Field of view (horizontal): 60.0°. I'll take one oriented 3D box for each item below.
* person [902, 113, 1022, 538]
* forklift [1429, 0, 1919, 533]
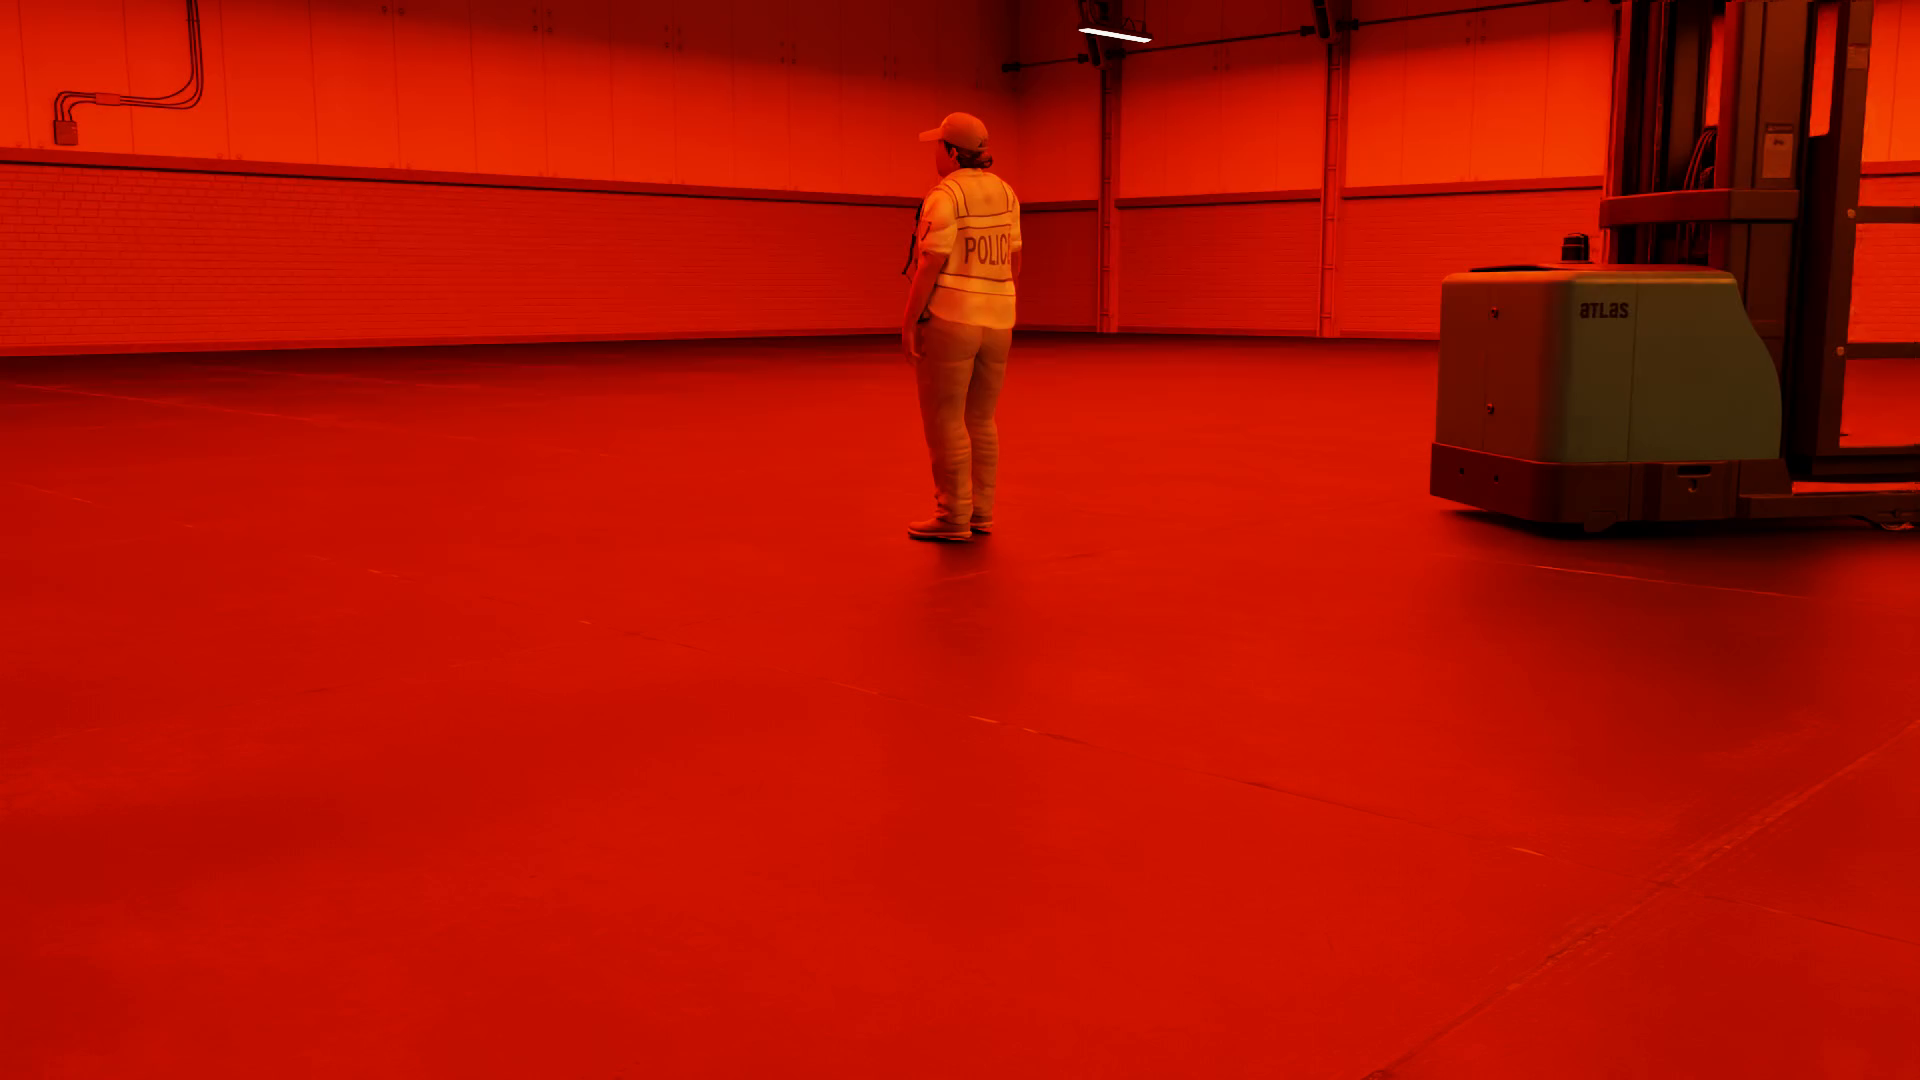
[{"bbox_3d":[-0.040,-0.842,6.661,0.529,1.670,0.599,8,12,43],"label":"person"},{"bbox_3d":[3.716,-1.562,7.250,3.031,2.935,1.130,-2,9,-11],"label":"forklift"}]
